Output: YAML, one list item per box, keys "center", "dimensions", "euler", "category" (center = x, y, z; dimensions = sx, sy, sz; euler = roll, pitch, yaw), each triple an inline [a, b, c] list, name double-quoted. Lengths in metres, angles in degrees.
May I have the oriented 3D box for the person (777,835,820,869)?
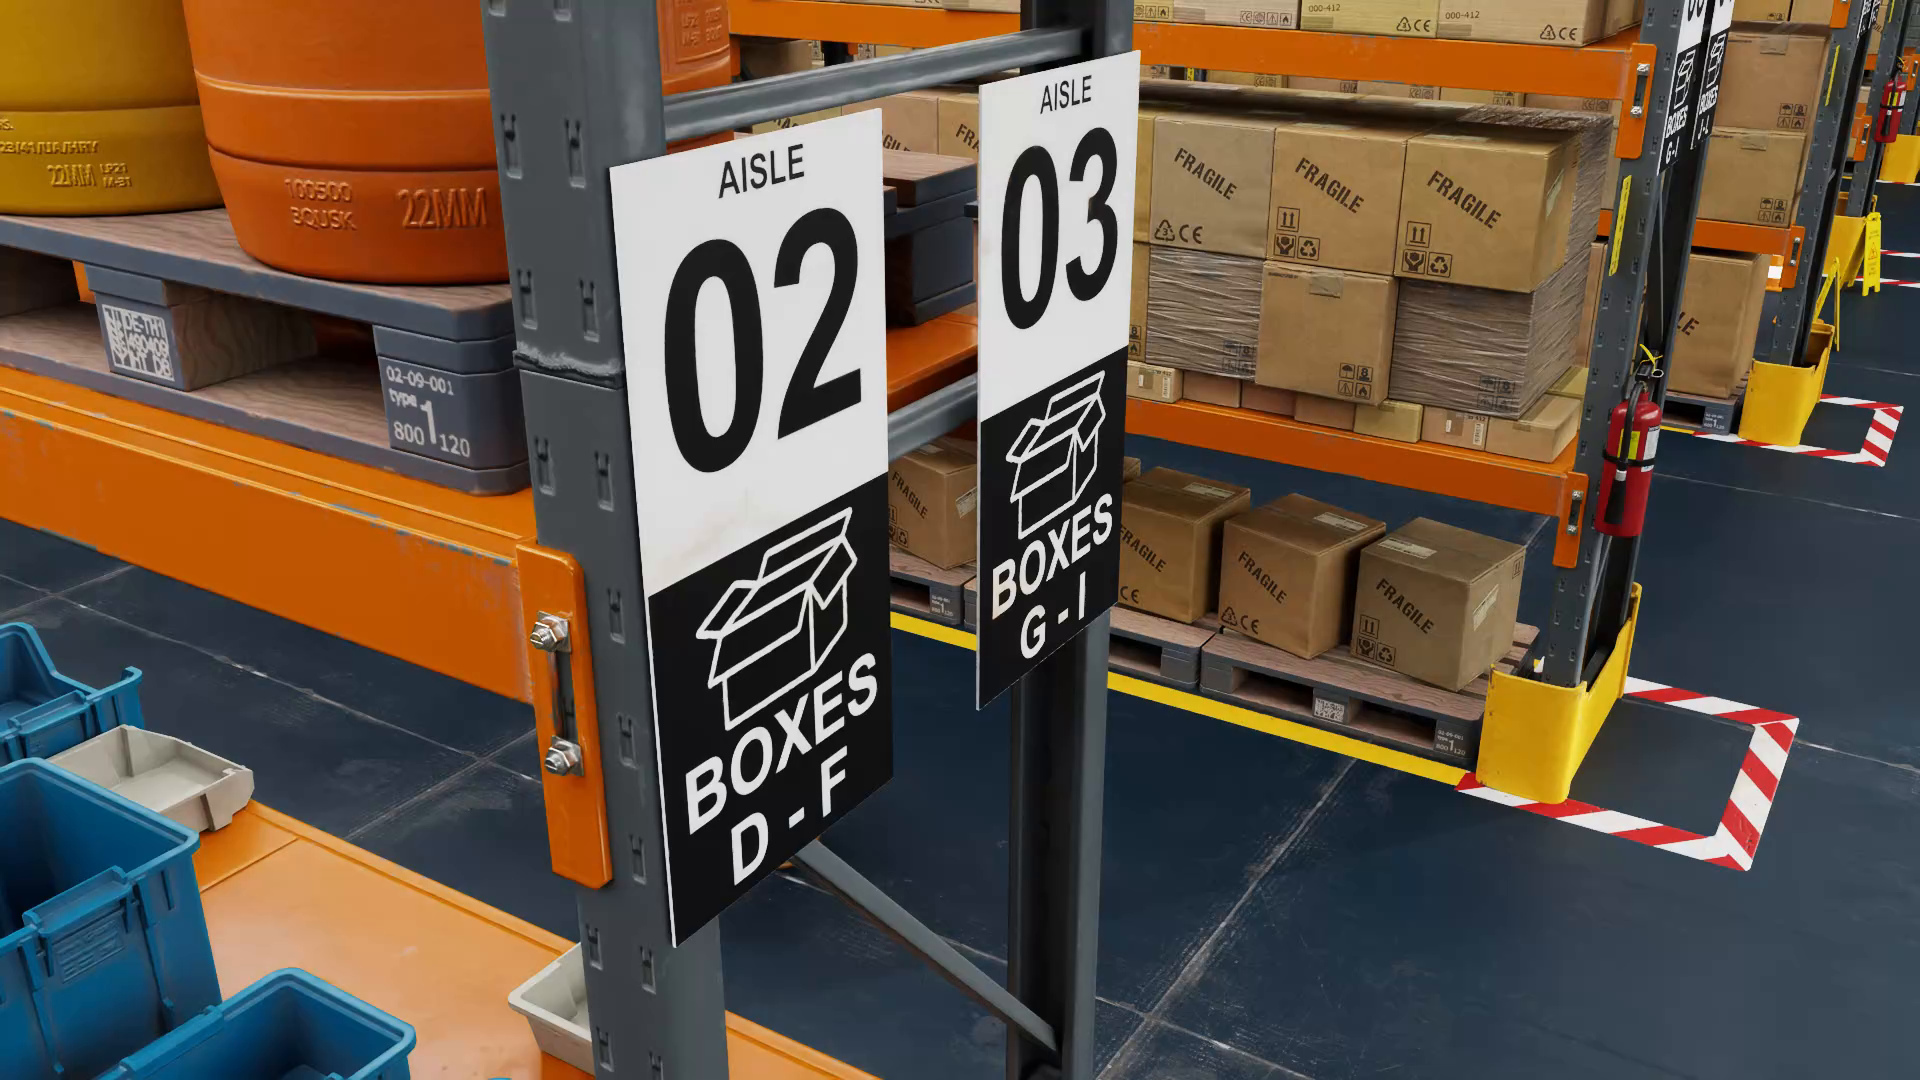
- center: [-0.771, 0.500, 5.783]
  dimensions: [0.484, 1.472, 0.858]
  euler: [13, 26, 28]
  category: "person"
